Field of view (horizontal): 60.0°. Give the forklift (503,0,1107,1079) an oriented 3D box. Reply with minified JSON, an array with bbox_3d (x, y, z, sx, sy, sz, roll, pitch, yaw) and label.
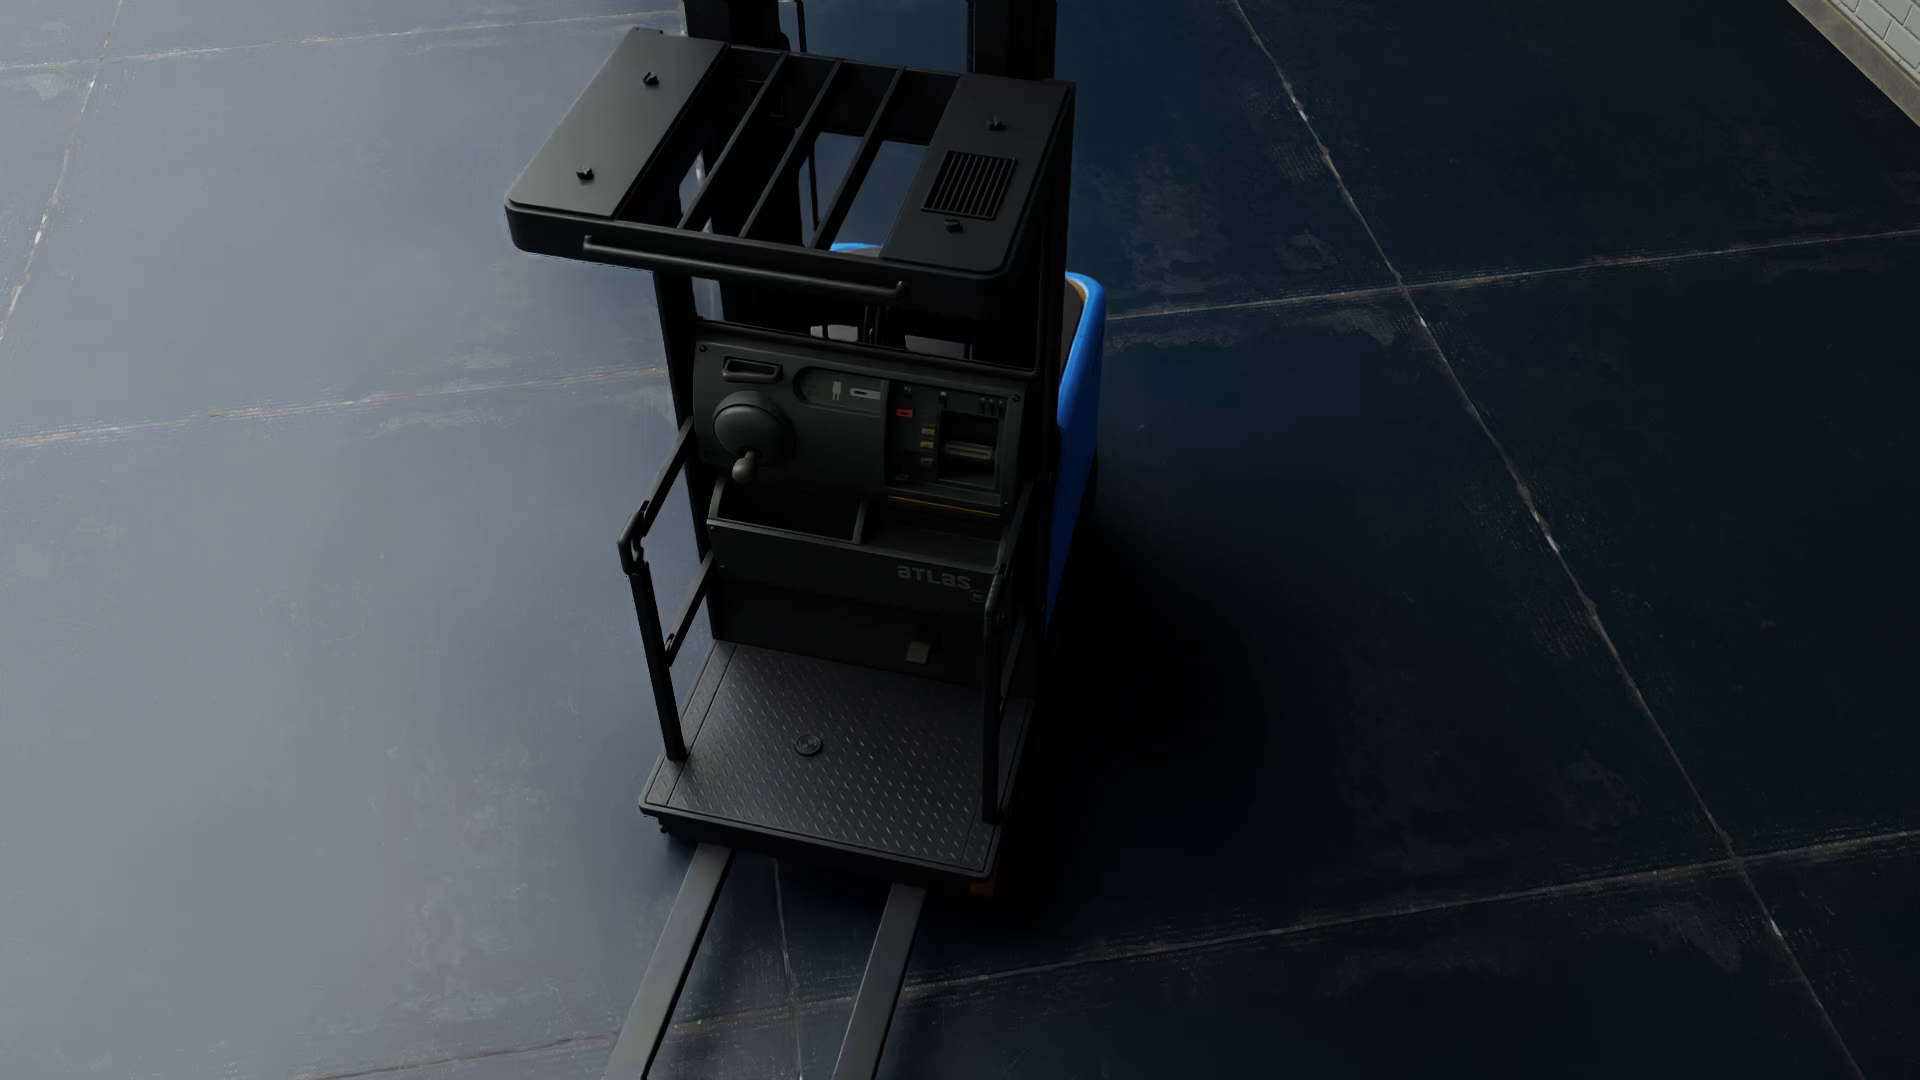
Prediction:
[{"bbox_3d":[-0.332,-0.213,4.420,1.130,2.935,3.031,10,47,9],"label":"forklift"}]
